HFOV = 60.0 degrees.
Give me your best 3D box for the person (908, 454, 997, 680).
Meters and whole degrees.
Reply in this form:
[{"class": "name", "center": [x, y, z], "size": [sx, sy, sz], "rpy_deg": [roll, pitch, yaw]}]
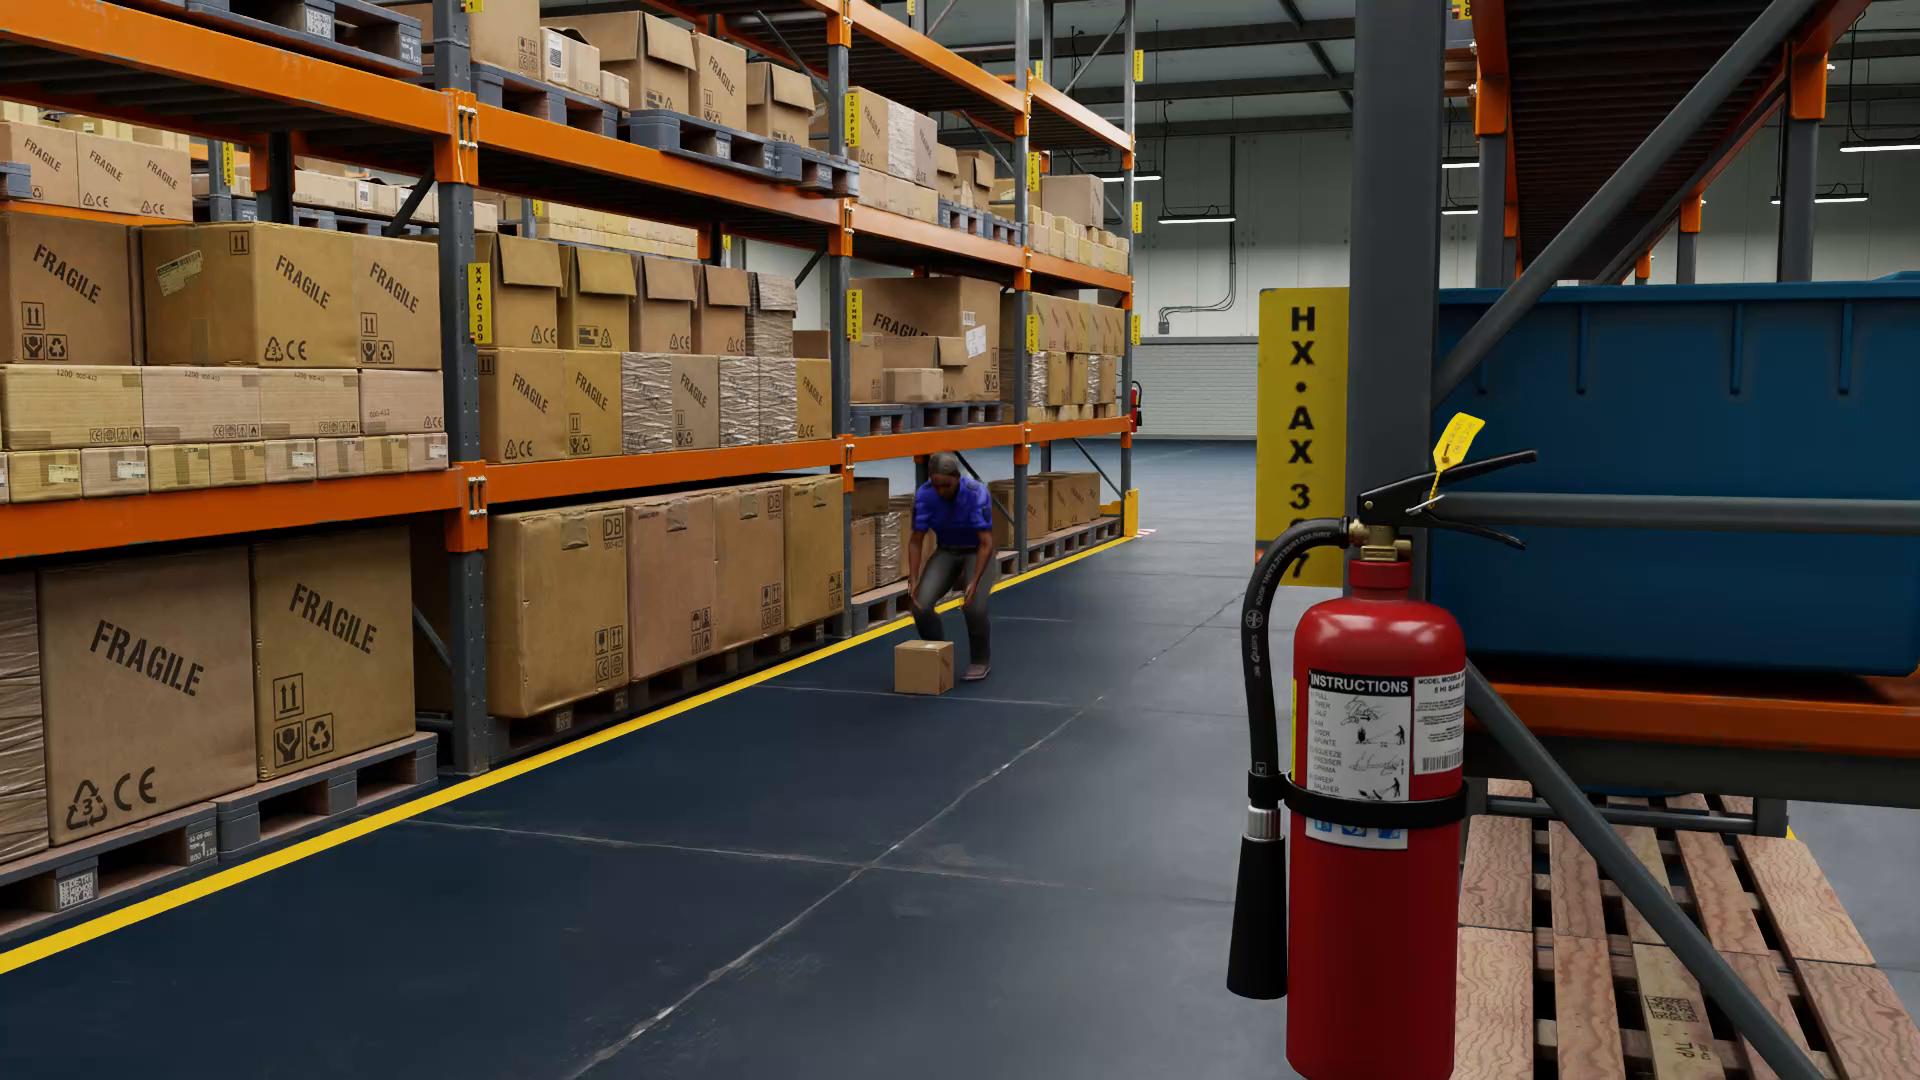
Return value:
[{"class": "person", "center": [-0.009, 0.147, 9.298], "size": [0.496, 1.277, 0.684], "rpy_deg": [2, 6, 21]}]
